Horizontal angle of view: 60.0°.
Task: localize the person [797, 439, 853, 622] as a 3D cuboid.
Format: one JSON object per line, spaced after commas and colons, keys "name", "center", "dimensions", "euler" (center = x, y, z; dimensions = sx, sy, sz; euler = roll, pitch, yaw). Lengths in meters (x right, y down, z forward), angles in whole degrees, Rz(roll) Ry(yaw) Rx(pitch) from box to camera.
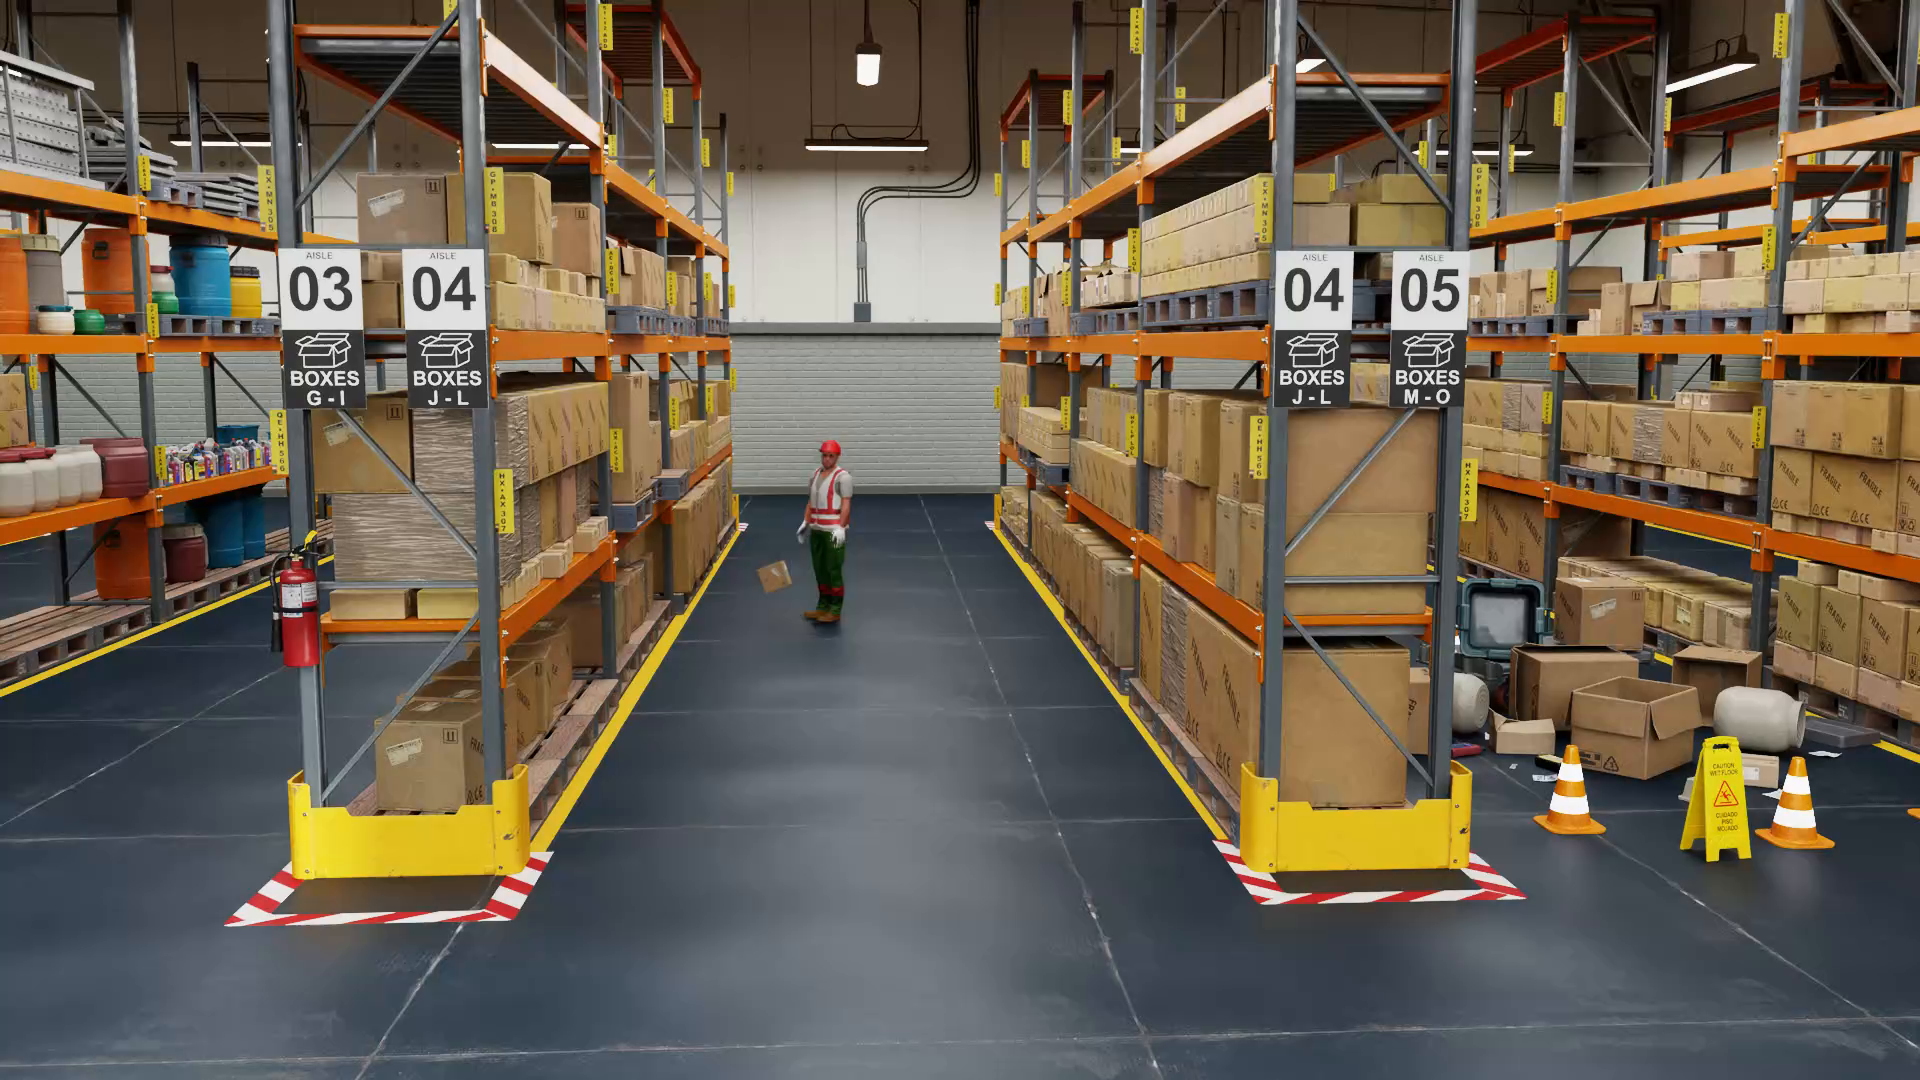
{"name": "person", "center": [-1.341, -0.093, 16.270], "dimensions": [0.644, 1.790, 0.395], "euler": [7, 9, 44]}
